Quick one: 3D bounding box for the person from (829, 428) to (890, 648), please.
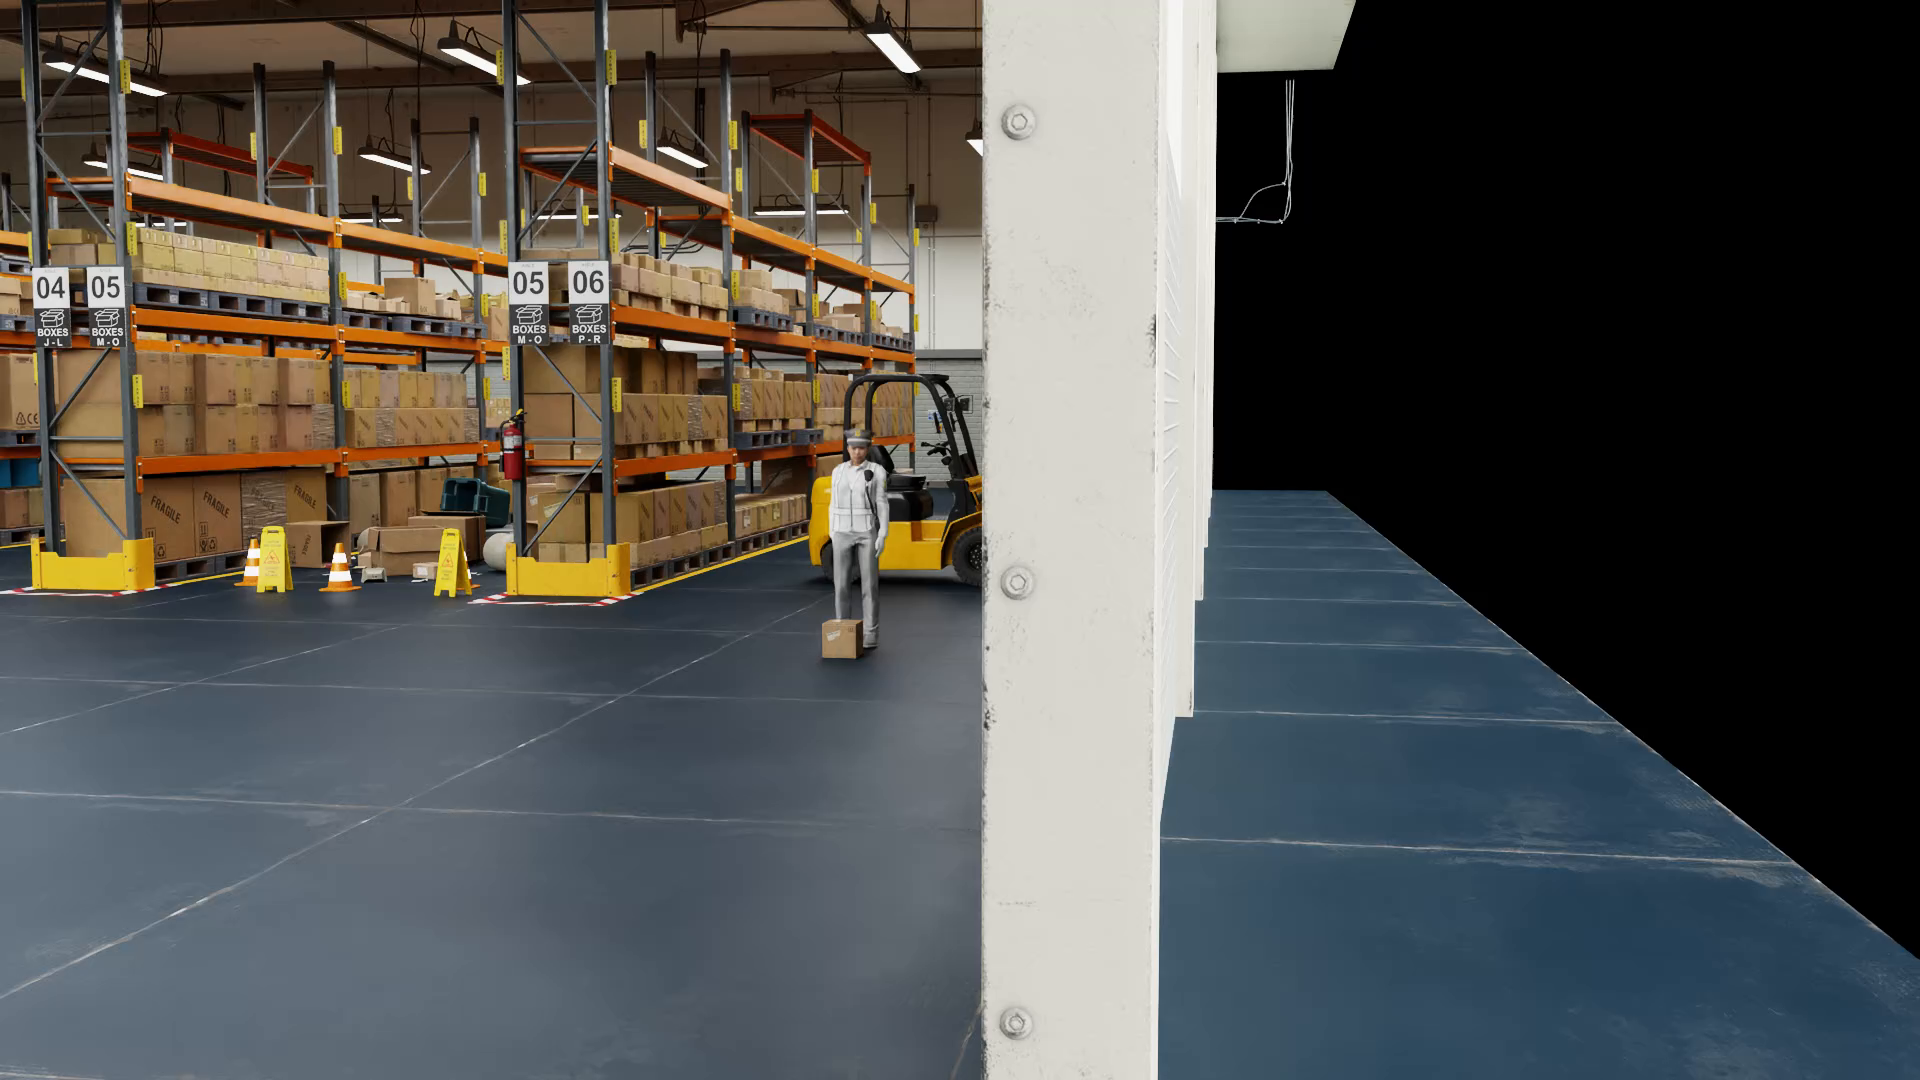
[{"bbox_3d":[-0.770,-0.012,12.590,0.467,1.665,0.329,1,5,10],"label":"person"}]
